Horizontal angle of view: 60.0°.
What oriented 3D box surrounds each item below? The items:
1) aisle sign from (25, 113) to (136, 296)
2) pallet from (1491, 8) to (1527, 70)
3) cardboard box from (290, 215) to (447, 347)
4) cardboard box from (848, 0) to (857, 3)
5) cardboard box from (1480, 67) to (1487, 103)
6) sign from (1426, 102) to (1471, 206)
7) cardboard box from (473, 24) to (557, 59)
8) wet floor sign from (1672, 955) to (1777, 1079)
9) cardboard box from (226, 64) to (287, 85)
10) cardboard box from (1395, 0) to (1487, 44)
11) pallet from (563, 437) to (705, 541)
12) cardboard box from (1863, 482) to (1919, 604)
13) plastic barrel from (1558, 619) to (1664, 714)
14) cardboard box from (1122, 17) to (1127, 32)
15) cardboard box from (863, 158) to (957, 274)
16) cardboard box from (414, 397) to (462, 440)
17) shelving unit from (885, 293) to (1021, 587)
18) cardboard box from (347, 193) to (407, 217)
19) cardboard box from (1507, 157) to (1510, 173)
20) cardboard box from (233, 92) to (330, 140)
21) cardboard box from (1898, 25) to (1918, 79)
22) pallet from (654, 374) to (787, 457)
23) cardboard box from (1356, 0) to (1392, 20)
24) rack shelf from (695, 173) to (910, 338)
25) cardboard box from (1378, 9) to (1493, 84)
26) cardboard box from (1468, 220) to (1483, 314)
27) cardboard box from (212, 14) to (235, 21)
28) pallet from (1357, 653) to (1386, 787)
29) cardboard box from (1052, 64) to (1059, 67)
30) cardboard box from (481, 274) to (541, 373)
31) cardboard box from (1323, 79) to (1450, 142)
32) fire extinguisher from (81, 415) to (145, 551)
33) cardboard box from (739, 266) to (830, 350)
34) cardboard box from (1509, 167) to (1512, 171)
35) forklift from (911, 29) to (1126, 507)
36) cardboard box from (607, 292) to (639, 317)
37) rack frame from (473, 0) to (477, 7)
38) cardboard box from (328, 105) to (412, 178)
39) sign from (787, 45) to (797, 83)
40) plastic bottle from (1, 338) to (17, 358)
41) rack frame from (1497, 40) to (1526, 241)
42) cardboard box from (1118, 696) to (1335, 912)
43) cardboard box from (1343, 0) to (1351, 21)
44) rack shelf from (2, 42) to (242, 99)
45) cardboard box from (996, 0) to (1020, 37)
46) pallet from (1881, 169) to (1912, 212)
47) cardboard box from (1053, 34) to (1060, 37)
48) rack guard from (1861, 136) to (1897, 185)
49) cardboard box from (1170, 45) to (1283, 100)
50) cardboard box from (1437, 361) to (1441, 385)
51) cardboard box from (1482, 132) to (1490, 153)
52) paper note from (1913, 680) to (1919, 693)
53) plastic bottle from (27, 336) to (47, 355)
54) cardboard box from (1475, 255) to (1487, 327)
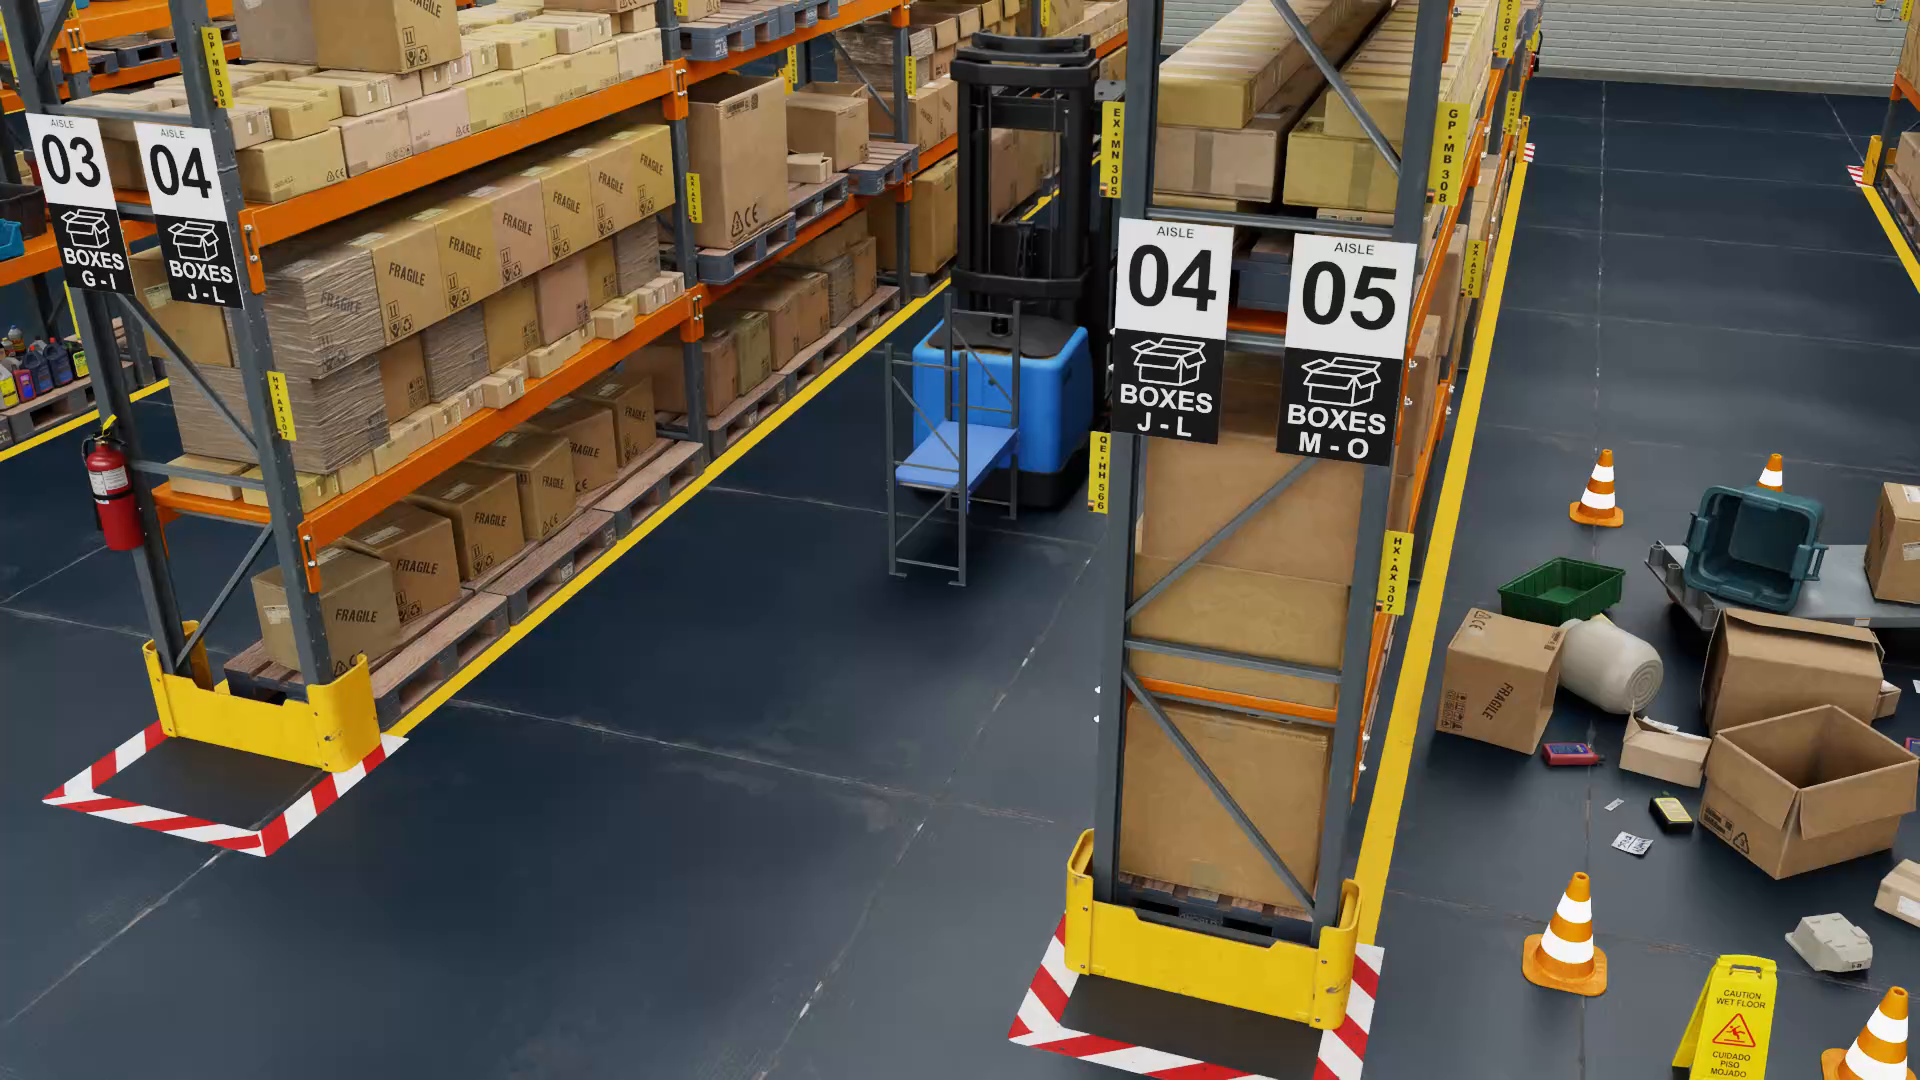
[{"bbox_3d":[-3.907,-1.487,7.396,0.394,0.787,0.004,9,27,17],"label":"aisle sign"},{"bbox_3d":[3.169,-3.358,11.019,1.003,0.211,1.213,10,28,20],"label":"pallet"},{"bbox_3d":[-2.991,-1.319,8.428,0.500,0.500,0.500,9,27,17],"label":"cardboard box"},{"bbox_3d":[-1.021,-4.432,13.192,0.500,0.250,0.500,9,27,17],"label":"cardboard box"},{"bbox_3d":[2.383,-2.247,8.198,0.380,0.149,0.250,9,27,18],"label":"cardboard box"},{"bbox_3d":[1.562,-1.234,5.321,0.100,0.325,0.005,9,27,17],"label":"sign"},{"bbox_3d":[-2.508,-2.804,9.373,0.380,0.149,0.250,10,28,19],"label":"cardboard box"},{"bbox_3d":[2.898,1.821,6.249,0.267,0.644,0.232,4,26,8],"label":"wet floor sign"},{"bbox_3d":[-3.559,-2.245,8.217,0.380,0.149,0.250,9,27,18],"label":"cardboard box"},{"bbox_3d":[2.129,-2.297,7.386,0.380,0.149,0.250,8,27,17],"label":"cardboard box"},{"bbox_3d":[-2.463,-0.406,11.347,1.003,0.211,1.213,9,27,17],"label":"pallet"},{"bbox_3d":[5.384,0.033,9.239,0.500,0.500,0.500,9,27,17],"label":"cardboard box"},{"bbox_3d":[3.440,0.666,8.888,0.421,0.421,0.512,-14,29,-27],"label":"plastic barrel"},{"bbox_3d":[1.913,-6.567,21.159,0.380,0.149,0.250,9,27,18],"label":"cardboard box"},{"bbox_3d":[-0.692,-3.100,15.666,1.225,0.875,0.875,7,27,15],"label":"cardboard box"},{"bbox_3d":[-2.932,-0.676,8.993,0.380,0.149,0.250,9,27,17],"label":"cardboard box"},{"bbox_3d":[-0.028,-0.640,10.351,0.538,1.500,1.048,9,27,17],"label":"shelving unit"},{"bbox_3d":[-3.324,-1.601,9.011,0.500,0.500,0.500,9,27,17],"label":"cardboard box"},{"bbox_3d":[5.852,-4.149,18.325,0.380,0.149,0.250,9,27,17],"label":"cardboard box"},{"bbox_3d":[-3.116,-1.933,7.573,0.380,0.149,0.250,9,27,19],"label":"cardboard box"},{"bbox_3d":[10.636,-5.326,18.194,0.500,0.500,0.500,9,27,17],"label":"cardboard box"},{"bbox_3d":[-2.015,-1.008,12.589,1.003,0.211,1.213,9,27,17],"label":"pallet"},{"bbox_3d":[1.944,-2.672,8.619,0.500,0.250,0.500,9,27,18],"label":"cardboard box"},{"bbox_3d":[-1.607,-2.441,13.174,1.077,0.370,4.000,9,27,17],"label":"rack shelf"},{"bbox_3d":[2.281,-2.385,8.026,0.500,0.250,0.500,9,27,17],"label":"cardboard box"},{"bbox_3d":[3.136,-1.817,10.945,0.500,0.500,0.500,9,27,17],"label":"cardboard box"},{"bbox_3d":[-9.319,-6.740,20.632,0.700,0.500,0.500,0,26,0],"label":"cardboard box"},{"bbox_3d":[1.640,0.877,8.696,1.003,0.211,1.213,9,27,17],"label":"pallet"},{"bbox_3d":[0.889,-5.298,18.539,0.380,0.149,0.250,8,27,16],"label":"cardboard box"},{"bbox_3d":[-2.957,-1.326,9.590,0.875,0.500,0.500,9,27,17],"label":"cardboard box"},{"bbox_3d":[1.451,-1.459,5.656,0.380,0.149,0.250,9,27,18],"label":"cardboard box"},{"bbox_3d":[-4.076,-0.284,7.983,0.296,0.674,0.183,9,27,17],"label":"fire extinguisher"},{"bbox_3d":[-1.500,-1.917,13.632,0.700,0.500,0.500,11,28,22],"label":"cardboard box"},{"bbox_3d":[6.131,-4.339,19.059,0.380,0.149,0.250,8,27,15],"label":"cardboard box"},{"bbox_3d":[0.587,-2.160,11.848,1.130,2.935,3.031,8,27,15],"label":"forklift"},{"bbox_3d":[-2.299,-1.503,10.701,0.380,0.149,0.250,9,27,17],"label":"cardboard box"},{"bbox_3d":[-7.620,-8.312,24.475,1.000,3.000,0.127,9,27,17],"label":"rack frame"},{"bbox_3d":[-3.034,-1.955,8.075,0.500,0.250,0.500,8,27,16],"label":"cardboard box"},{"bbox_3d":[-1.466,-4.187,14.626,0.100,0.325,0.005,9,27,17],"label":"sign"},{"bbox_3d":[-7.496,-1.490,13.092,0.097,0.201,0.097,0,26,0],"label":"plastic bottle"},{"bbox_3d":[5.033,-4.469,16.539,1.000,3.000,0.127,9,27,17],"label":"rack frame"},{"bbox_3d":[1.203,0.941,7.321,0.875,0.875,0.875,9,27,18],"label":"cardboard box"},{"bbox_3d":[1.677,-2.598,8.008,0.380,0.149,0.250,8,27,17],"label":"cardboard box"},{"bbox_3d":[-9.616,-5.523,19.540,1.077,0.370,4.000,9,27,17],"label":"rack shelf"},{"bbox_3d":[0.185,-5.463,17.325,0.797,0.503,0.637,8,27,16],"label":"cardboard box"},{"bbox_3d":[10.874,-3.842,18.443,1.003,0.211,1.213,9,27,17],"label":"pallet"},{"bbox_3d":[0.793,-5.452,18.398,0.500,0.250,0.500,8,27,16],"label":"cardboard box"},{"bbox_3d":[11.074,-4.322,19.102,1.175,0.500,0.348,9,27,17],"label":"rack guard"},{"bbox_3d":[1.002,-1.763,6.284,0.380,0.149,0.250,9,27,18],"label":"cardboard box"},{"bbox_3d":[2.260,-1.096,9.399,0.875,0.550,0.550,9,27,17],"label":"cardboard box"},{"bbox_3d":[4.052,-3.205,13.392,0.380,0.149,0.250,10,28,20],"label":"cardboard box"},{"bbox_3d":[5.288,0.801,9.060,0.148,0.019,0.142,9,27,17],"label":"paper note"},{"bbox_3d":[-7.022,-1.381,12.695,0.144,0.351,0.185,9,27,17],"label":"plastic bottle"},{"bbox_3d":[4.178,-2.143,14.121,0.500,0.500,0.500,8,27,15],"label":"cardboard box"}]
